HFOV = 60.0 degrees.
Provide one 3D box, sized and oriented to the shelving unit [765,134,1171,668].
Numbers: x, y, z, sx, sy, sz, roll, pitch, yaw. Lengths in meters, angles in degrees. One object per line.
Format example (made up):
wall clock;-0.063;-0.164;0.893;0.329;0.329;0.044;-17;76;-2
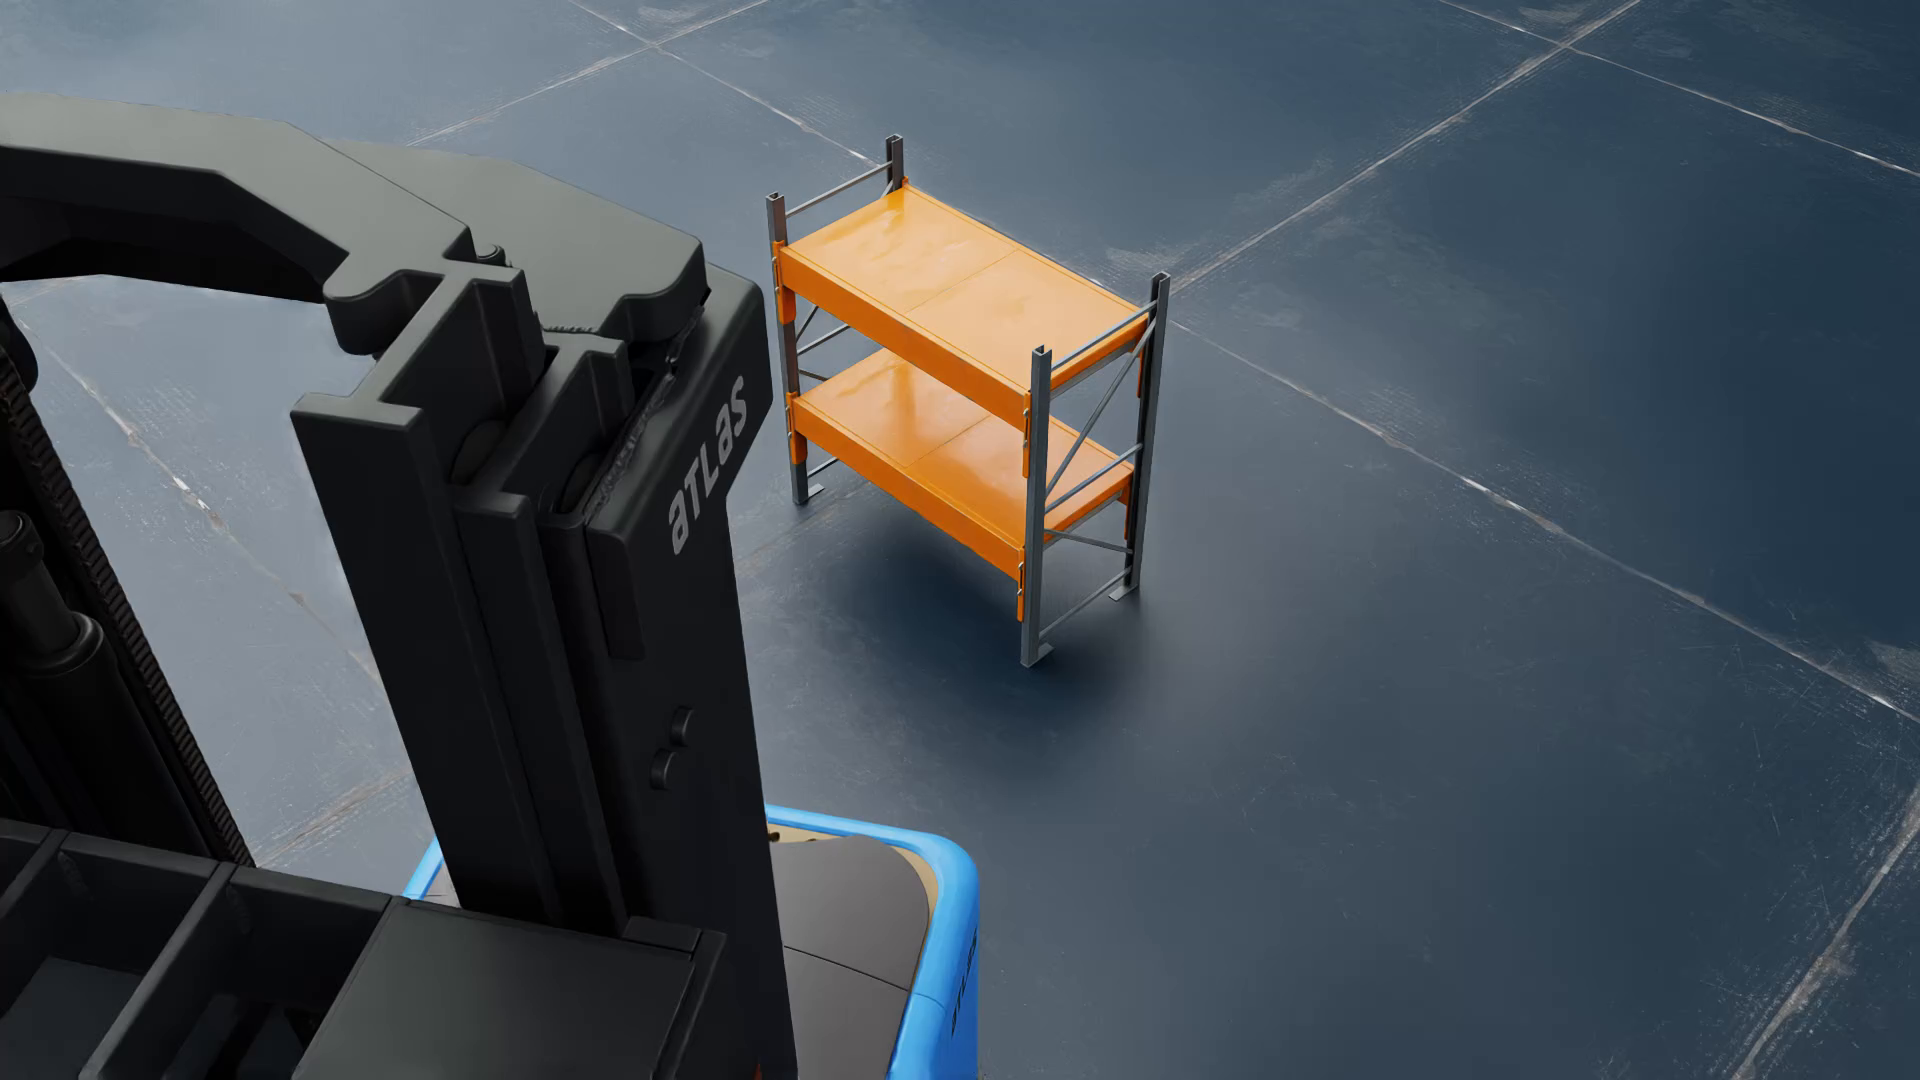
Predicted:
shelving unit;0.005;-0.410;4.865;0.538;1.125;1.048;-34;53;-31

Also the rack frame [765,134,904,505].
rack frame;-0.354;-0.654;5.129;0.500;1.125;0.032;-34;53;-31

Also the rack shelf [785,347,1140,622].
rack shelf;0.005;-0.230;5.031;0.538;0.278;1.000;-34;53;-31

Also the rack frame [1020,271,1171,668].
rack frame;0.364;-0.166;4.600;0.500;1.125;0.032;-34;53;-31

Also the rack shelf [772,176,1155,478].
rack shelf;0.005;-0.625;4.666;0.538;0.278;1.000;-34;53;-31

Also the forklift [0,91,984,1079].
forklift;-0.771;1.175;1.819;1.130;2.935;3.031;9;43;9
